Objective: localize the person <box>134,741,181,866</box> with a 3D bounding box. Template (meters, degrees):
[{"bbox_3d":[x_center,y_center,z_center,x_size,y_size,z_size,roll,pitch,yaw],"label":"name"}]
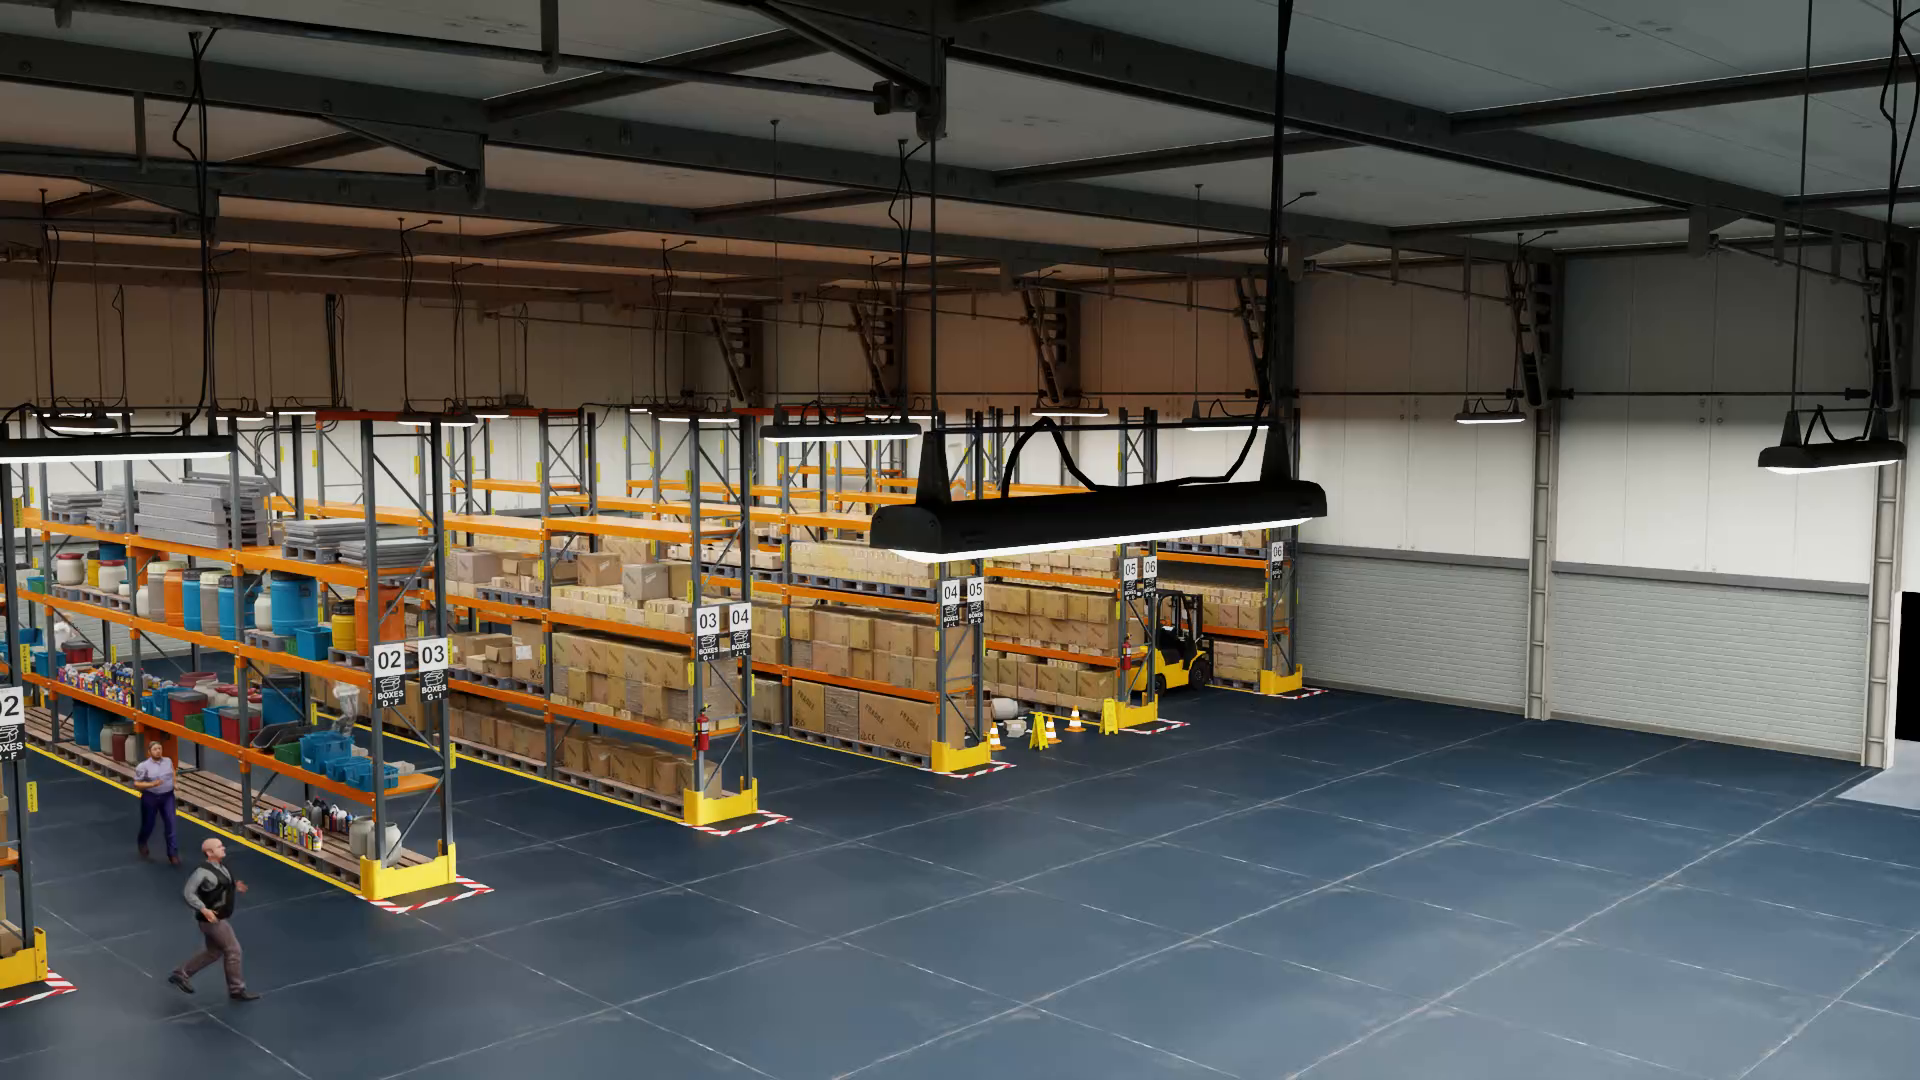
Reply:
[{"bbox_3d":[-10.798,3.512,22.383,0.941,1.632,0.607,5,7,45],"label":"person"}]

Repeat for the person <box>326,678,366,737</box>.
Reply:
[{"bbox_3d":[-11.044,2.800,30.069,0.618,1.746,0.666,4,6,38],"label":"person"}]

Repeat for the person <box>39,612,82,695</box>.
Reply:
[{"bbox_3d":[-18.865,2.377,34.794,0.989,1.722,0.693,-5,7,-43],"label":"person"}]

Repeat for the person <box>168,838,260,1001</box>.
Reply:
[{"bbox_3d":[-7.773,3.943,17.285,0.891,1.736,0.648,-1,5,-12],"label":"person"}]
